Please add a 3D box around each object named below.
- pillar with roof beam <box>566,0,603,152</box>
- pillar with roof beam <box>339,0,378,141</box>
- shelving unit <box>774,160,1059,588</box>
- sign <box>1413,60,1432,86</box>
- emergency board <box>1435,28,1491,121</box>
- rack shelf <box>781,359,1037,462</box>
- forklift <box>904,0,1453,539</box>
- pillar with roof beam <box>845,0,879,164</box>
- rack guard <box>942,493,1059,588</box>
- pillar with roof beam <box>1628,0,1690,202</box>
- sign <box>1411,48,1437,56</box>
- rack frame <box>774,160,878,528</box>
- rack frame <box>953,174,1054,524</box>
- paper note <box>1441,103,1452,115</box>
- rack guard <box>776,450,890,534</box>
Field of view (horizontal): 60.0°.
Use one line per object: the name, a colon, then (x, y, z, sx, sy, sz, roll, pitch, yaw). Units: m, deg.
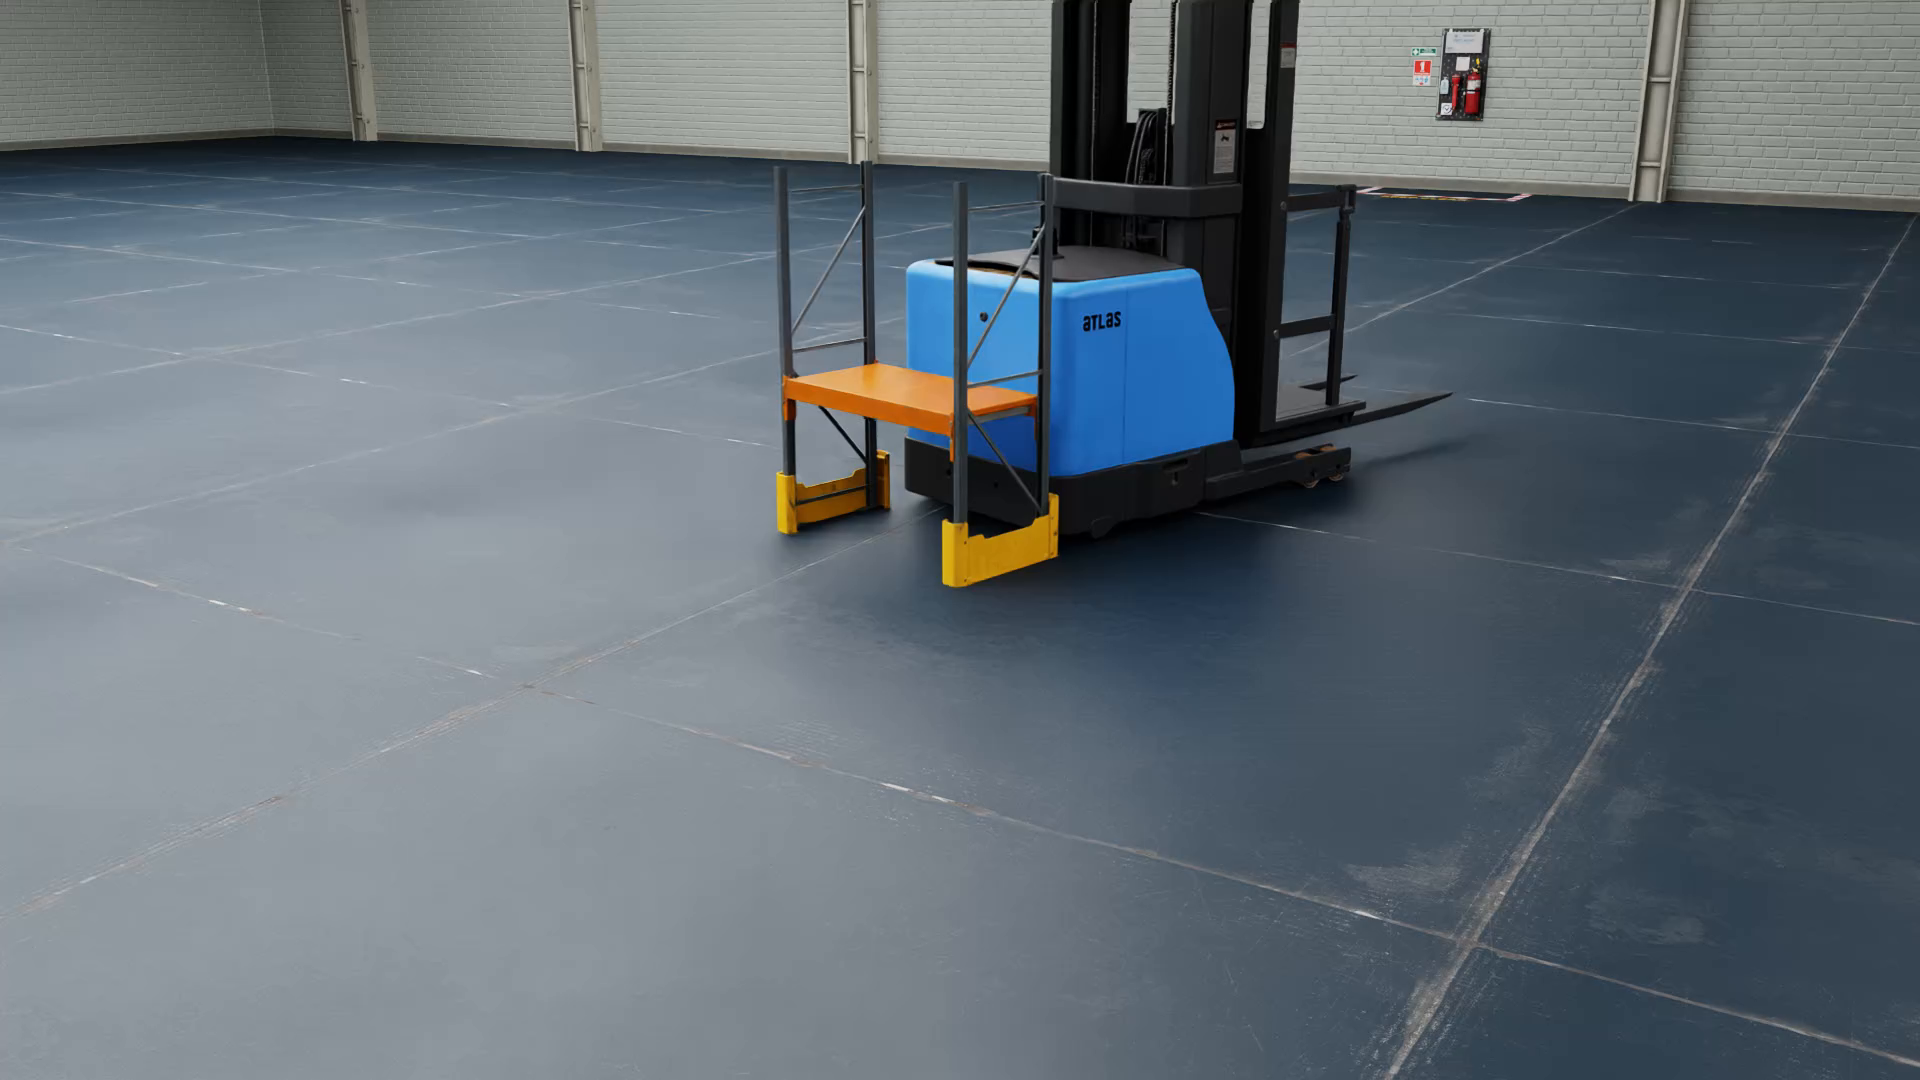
pillar with roof beam: (-8.929, -10.257, 25.167, 0.400, 9.000, 9.100, 10, 20, 30)
pillar with roof beam: (-14.042, -11.170, 28.171, 0.400, 9.000, 9.100, 10, 20, 30)
shelving unit: (-0.187, -0.705, 6.622, 0.587, 1.500, 1.083, -16, 23, -42)
sign: (6.159, -6.227, 22.160, 0.234, 0.329, 0.001, 10, 20, 30)
emergency board: (6.576, -6.101, 21.804, 0.643, 1.169, 0.194, 10, 20, 30)
rack shelf: (-0.194, -0.535, 6.681, 0.538, 0.185, 1.000, -16, 23, -42)
forklift: (1.200, -1.742, 7.572, 3.031, 2.935, 1.130, -14, 22, -39)
pillar with roof beam: (-3.816, -9.345, 22.162, 0.400, 9.000, 9.100, 10, 20, 30)
rack guard: (0.163, -0.004, 6.465, 0.587, 0.250, 0.087, -16, 23, -42)
pillar with roof beam: (6.409, -7.520, 16.153, 0.400, 9.000, 9.100, 10, 20, 30)
sign: (6.158, -6.478, 22.073, 0.331, 0.109, 0.001, 10, 20, 30)
rack frame: (-0.551, -0.812, 6.975, 0.500, 1.500, 0.032, -16, 23, -42)
rack frame: (0.164, -0.602, 6.283, 0.500, 1.500, 0.032, -16, 23, -42)
paper note: (6.462, -5.723, 22.077, 0.142, 0.148, 0.016, 10, 20, 30)
rack guard: (-0.537, -0.210, 7.143, 0.587, 0.250, 0.087, -16, 23, -42)
